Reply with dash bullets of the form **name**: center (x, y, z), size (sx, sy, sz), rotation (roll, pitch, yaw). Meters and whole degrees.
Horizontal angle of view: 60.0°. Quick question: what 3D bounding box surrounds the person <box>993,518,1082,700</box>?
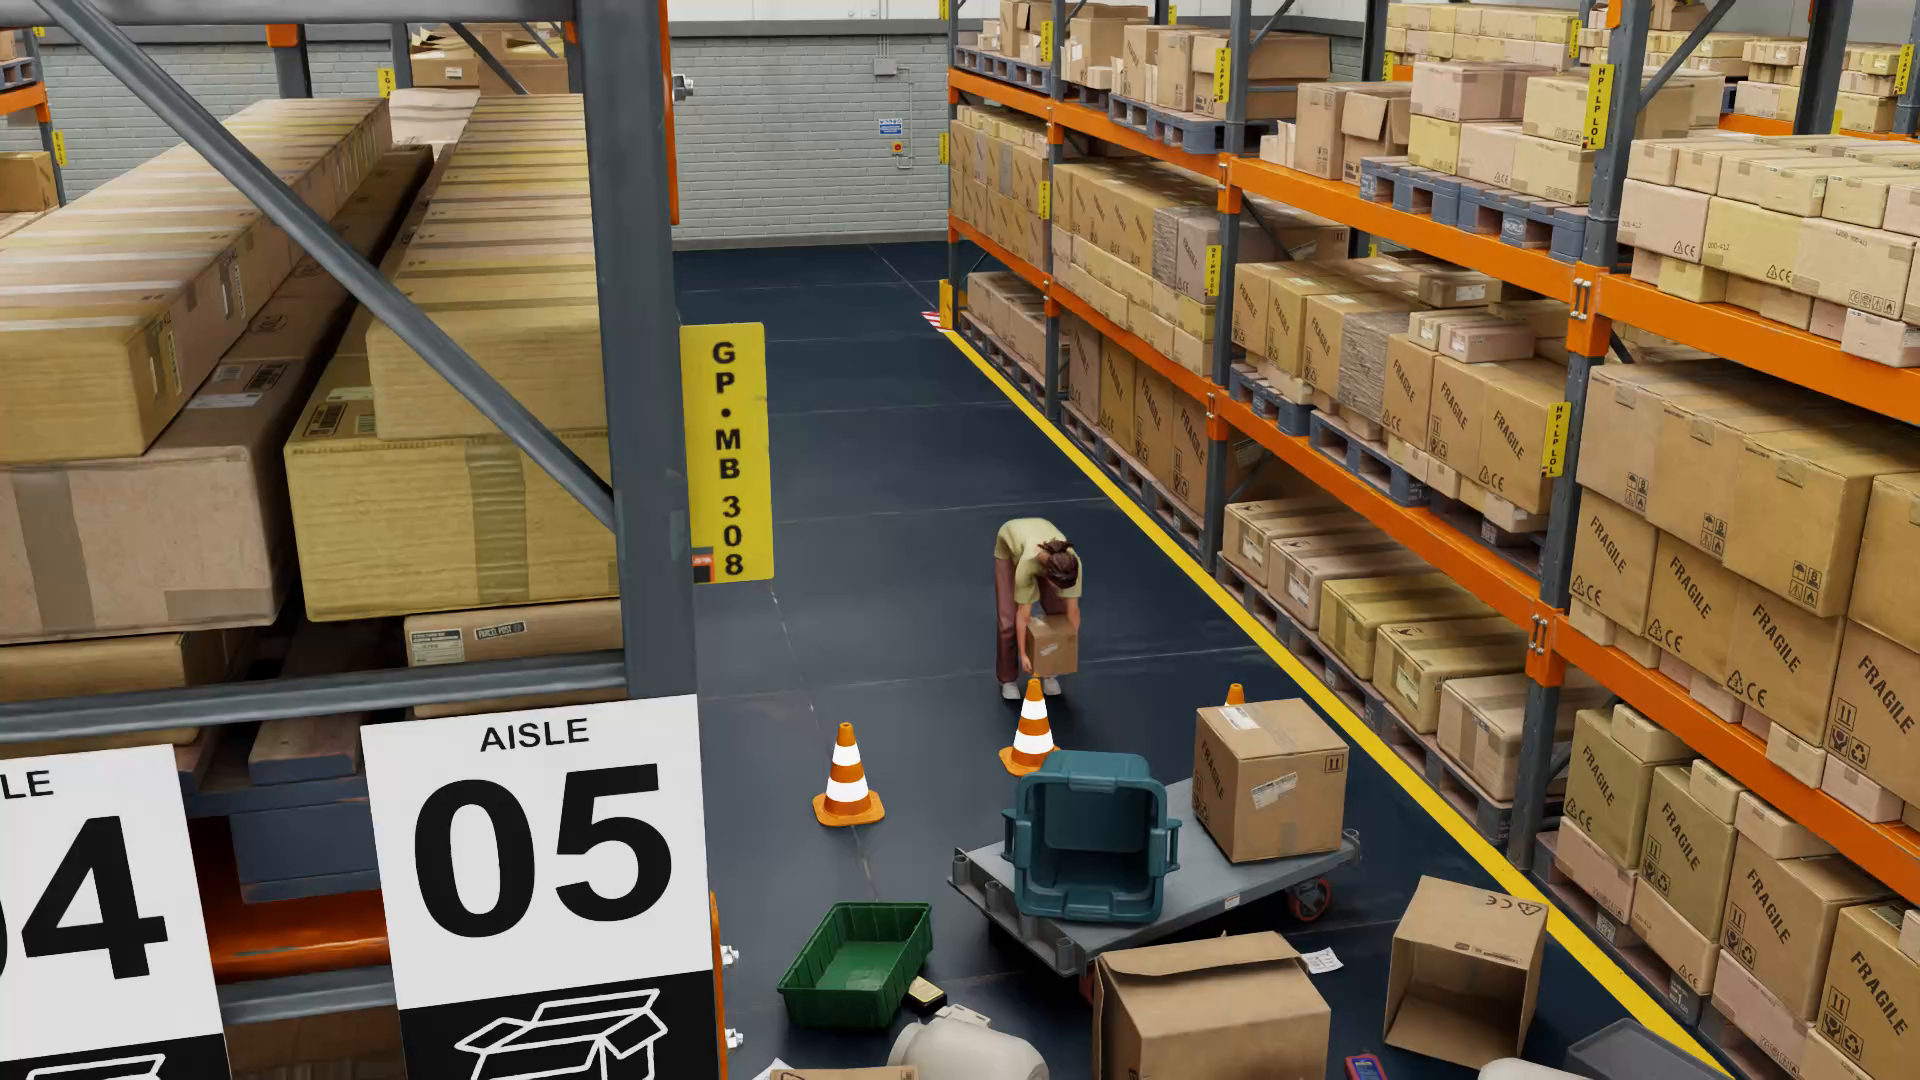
- **person**: center (0.451, 0.427, 9.259), size (0.429, 1.084, 0.870), rotation (-5, 20, -14)
